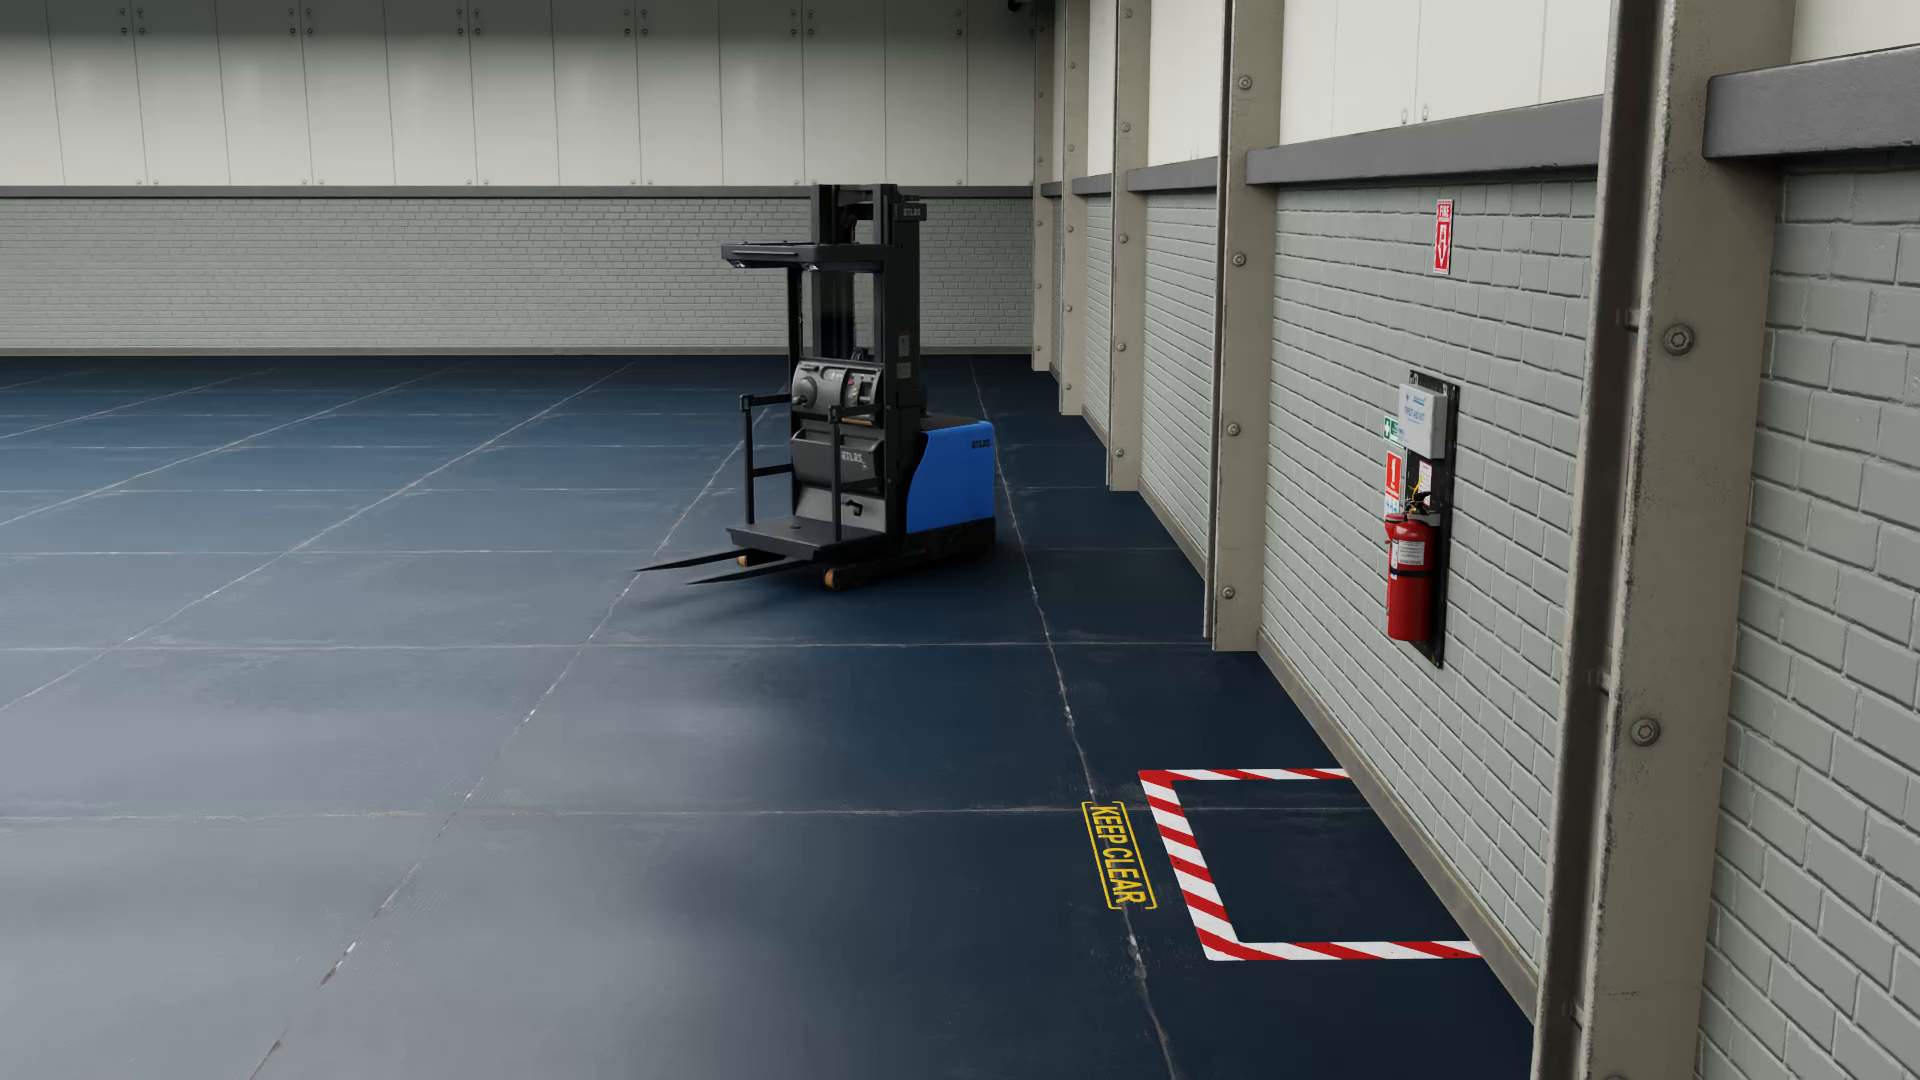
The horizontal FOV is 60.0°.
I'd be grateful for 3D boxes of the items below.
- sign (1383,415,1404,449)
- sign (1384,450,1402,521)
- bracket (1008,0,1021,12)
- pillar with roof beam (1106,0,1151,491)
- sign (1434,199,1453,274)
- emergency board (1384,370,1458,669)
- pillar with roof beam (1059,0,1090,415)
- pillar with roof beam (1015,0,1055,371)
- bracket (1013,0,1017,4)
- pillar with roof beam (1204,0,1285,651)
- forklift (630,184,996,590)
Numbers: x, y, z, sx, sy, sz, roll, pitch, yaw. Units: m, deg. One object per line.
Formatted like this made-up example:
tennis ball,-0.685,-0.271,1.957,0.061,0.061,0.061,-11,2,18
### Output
sign,1.958,-0.489,7.503,0.001,0.109,0.331,0,11,-1
sign,1.967,-0.230,7.560,0.001,0.329,0.234,0,11,-1
bracket,0.979,-9.638,29.881,0.235,0.232,0.430,0,11,-1
pillar with roof beam,-2.664,-4.919,15.672,9.100,9.000,0.400,0,11,-1
sign,1.974,-1.241,6.799,0.001,0.298,0.199,0,11,-1
emergency board,1.875,-0.102,7.020,0.194,1.169,0.643,0,11,-1
pillar with roof beam,-2.788,-6.112,21.551,9.100,9.000,0.400,0,11,-1
pillar with roof beam,-2.912,-7.304,27.430,9.100,9.000,0.548,0,11,-1
bracket,0.992,-9.521,29.302,0.076,0.066,3.189,0,11,-1
pillar with roof beam,-2.540,-3.726,9.793,9.100,9.000,0.400,0,11,-1
forklift,-1.085,-1.183,12.519,1.130,2.935,3.031,11,16,42
